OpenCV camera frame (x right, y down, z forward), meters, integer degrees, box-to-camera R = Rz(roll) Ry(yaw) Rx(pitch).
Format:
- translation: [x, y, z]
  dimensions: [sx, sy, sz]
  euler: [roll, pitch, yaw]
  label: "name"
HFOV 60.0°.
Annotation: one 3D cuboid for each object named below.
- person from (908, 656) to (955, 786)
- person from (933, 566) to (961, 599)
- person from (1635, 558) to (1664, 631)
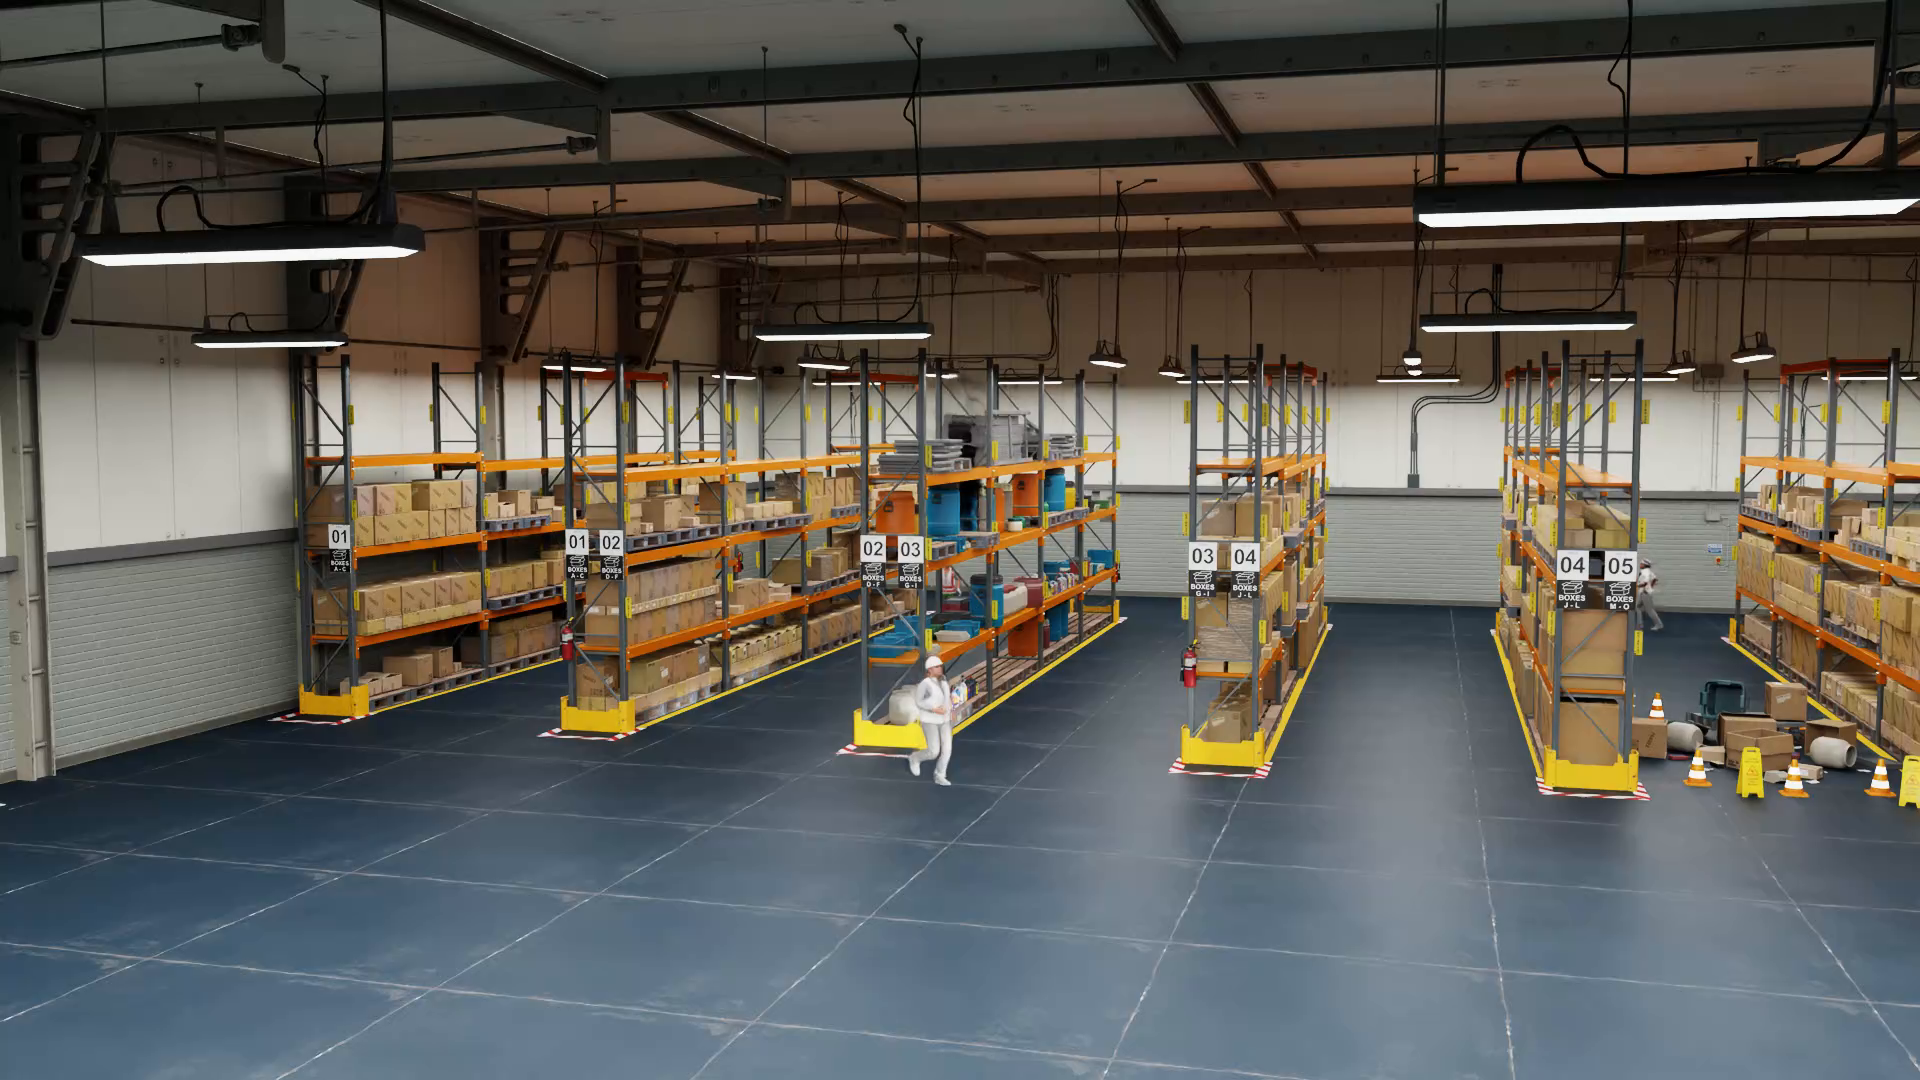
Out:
- translation: [-0.362, 2.442, 22.566]
  dimensions: [0.728, 1.738, 0.660]
  euler: [4, 6, 43]
  label: "person"
- translation: [-0.304, 1.244, 38.599]
  dimensions: [0.662, 1.733, 0.631]
  euler: [0, 4, 7]
  label: "person"
- translation: [15.857, 1.290, 38.368]
  dimensions: [0.740, 1.758, 0.553]
  euler: [1, 5, 19]
  label: "person"
